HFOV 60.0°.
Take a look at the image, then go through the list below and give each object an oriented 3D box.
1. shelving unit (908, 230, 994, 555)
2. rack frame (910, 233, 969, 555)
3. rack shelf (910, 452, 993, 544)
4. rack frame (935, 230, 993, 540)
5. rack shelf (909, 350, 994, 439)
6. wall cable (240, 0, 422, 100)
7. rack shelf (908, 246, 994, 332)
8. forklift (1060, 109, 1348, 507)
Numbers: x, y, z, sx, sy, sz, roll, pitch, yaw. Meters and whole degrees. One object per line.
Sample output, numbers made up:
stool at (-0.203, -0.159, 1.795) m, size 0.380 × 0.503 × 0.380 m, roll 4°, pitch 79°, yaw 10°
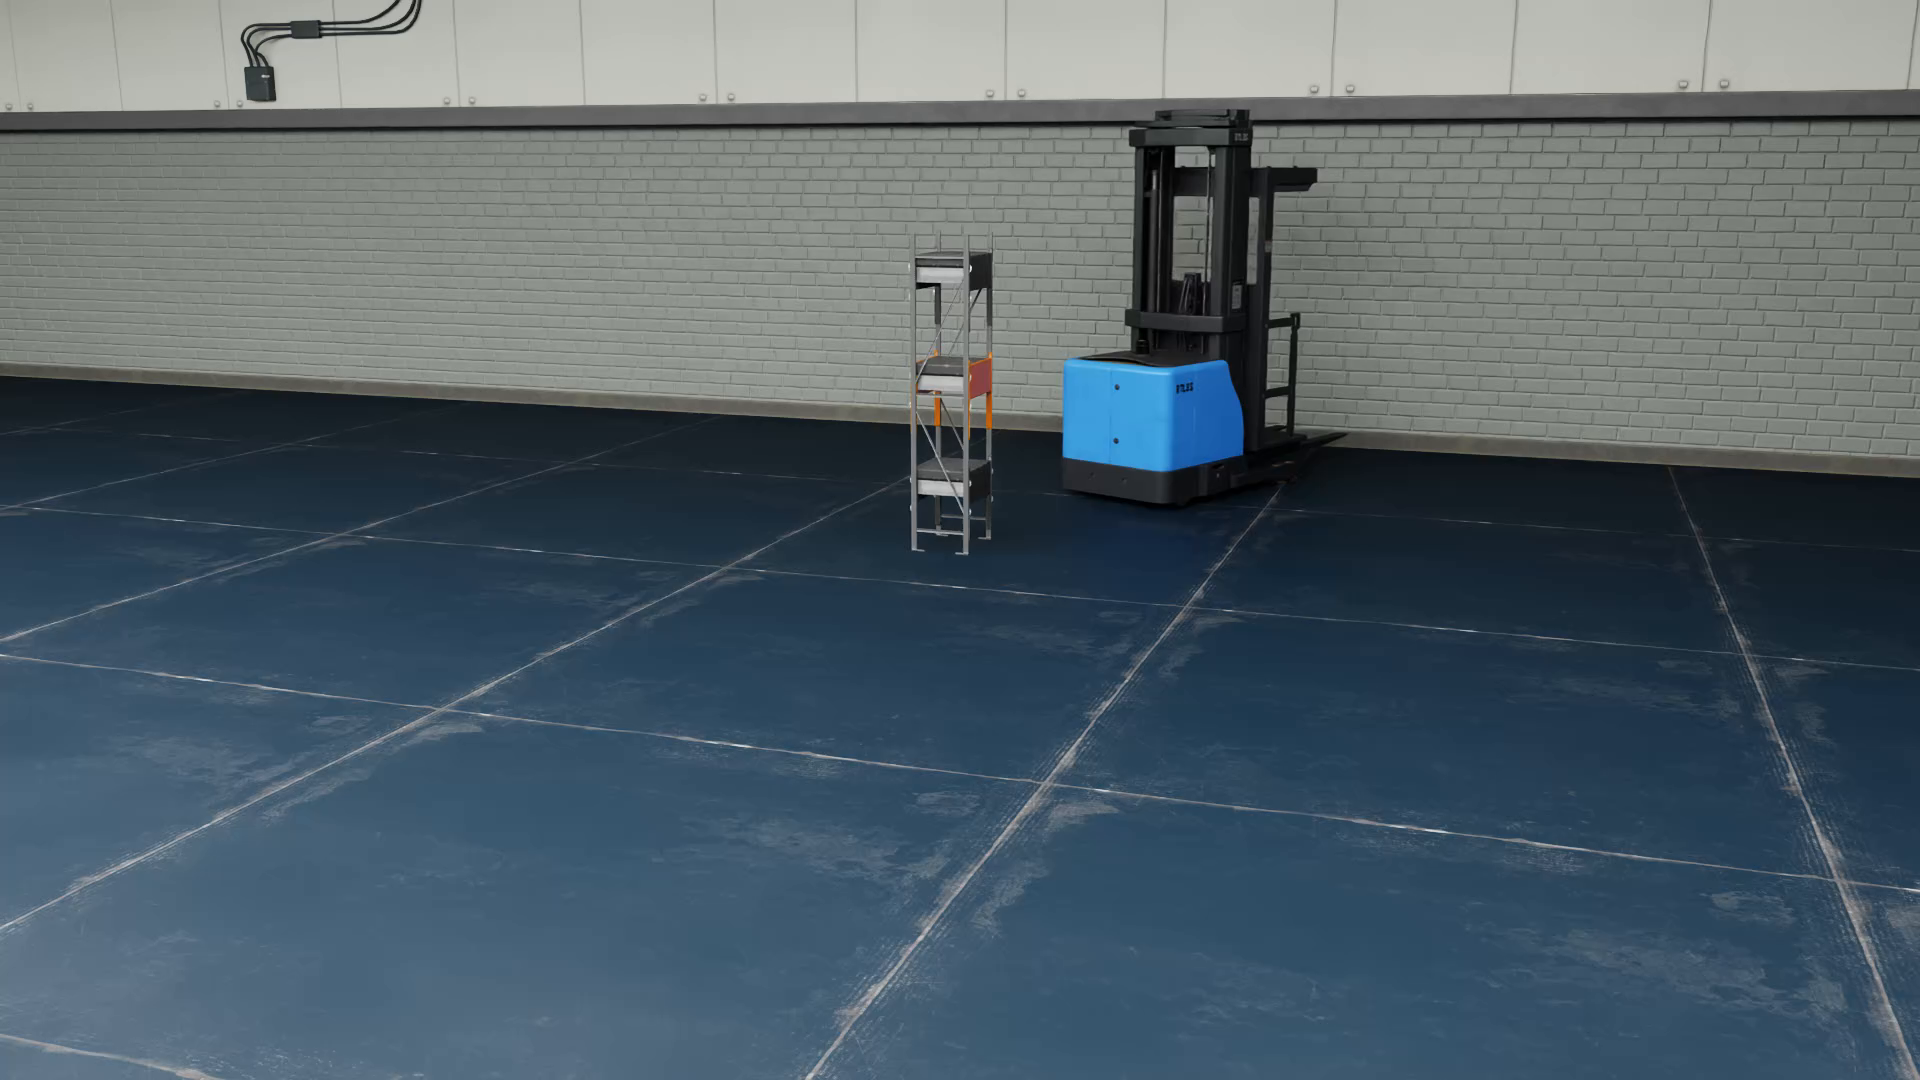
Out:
shelving unit at (-0.054, -0.989, 11.102) m, size 0.431 × 2.100 × 0.503 m, roll 4°, pitch 14°, yaw 18°
rack frame at (-0.133, -0.937, 10.876) m, size 0.400 × 2.100 × 0.015 m, roll 4°, pitch 14°, yaw 18°
rack shelf at (-0.054, -0.293, 11.260) m, size 0.431 × 0.518 × 0.480 m, roll 4°, pitch 14°, yaw 18°
rack frame at (0.025, -1.040, 11.327) m, size 0.400 × 2.100 × 0.015 m, roll 4°, pitch 14°, yaw 18°
rack shelf at (-0.054, -0.976, 11.105) m, size 0.431 × 0.518 × 0.480 m, roll 4°, pitch 14°, yaw 18°
wall cable at (-6.690, -7.657, 17.170) m, size 2.305 × 6.003 × 0.169 m, roll 4°, pitch 14°, yaw 18°
rack shelf at (-0.054, -1.658, 10.949) m, size 0.431 × 0.518 × 0.480 m, roll 4°, pitch 14°, yaw 18°
forklift at (2.141, -1.945, 13.422) m, size 1.130 × 2.935 × 3.031 m, roll 11°, pitch 17°, yaw 41°
